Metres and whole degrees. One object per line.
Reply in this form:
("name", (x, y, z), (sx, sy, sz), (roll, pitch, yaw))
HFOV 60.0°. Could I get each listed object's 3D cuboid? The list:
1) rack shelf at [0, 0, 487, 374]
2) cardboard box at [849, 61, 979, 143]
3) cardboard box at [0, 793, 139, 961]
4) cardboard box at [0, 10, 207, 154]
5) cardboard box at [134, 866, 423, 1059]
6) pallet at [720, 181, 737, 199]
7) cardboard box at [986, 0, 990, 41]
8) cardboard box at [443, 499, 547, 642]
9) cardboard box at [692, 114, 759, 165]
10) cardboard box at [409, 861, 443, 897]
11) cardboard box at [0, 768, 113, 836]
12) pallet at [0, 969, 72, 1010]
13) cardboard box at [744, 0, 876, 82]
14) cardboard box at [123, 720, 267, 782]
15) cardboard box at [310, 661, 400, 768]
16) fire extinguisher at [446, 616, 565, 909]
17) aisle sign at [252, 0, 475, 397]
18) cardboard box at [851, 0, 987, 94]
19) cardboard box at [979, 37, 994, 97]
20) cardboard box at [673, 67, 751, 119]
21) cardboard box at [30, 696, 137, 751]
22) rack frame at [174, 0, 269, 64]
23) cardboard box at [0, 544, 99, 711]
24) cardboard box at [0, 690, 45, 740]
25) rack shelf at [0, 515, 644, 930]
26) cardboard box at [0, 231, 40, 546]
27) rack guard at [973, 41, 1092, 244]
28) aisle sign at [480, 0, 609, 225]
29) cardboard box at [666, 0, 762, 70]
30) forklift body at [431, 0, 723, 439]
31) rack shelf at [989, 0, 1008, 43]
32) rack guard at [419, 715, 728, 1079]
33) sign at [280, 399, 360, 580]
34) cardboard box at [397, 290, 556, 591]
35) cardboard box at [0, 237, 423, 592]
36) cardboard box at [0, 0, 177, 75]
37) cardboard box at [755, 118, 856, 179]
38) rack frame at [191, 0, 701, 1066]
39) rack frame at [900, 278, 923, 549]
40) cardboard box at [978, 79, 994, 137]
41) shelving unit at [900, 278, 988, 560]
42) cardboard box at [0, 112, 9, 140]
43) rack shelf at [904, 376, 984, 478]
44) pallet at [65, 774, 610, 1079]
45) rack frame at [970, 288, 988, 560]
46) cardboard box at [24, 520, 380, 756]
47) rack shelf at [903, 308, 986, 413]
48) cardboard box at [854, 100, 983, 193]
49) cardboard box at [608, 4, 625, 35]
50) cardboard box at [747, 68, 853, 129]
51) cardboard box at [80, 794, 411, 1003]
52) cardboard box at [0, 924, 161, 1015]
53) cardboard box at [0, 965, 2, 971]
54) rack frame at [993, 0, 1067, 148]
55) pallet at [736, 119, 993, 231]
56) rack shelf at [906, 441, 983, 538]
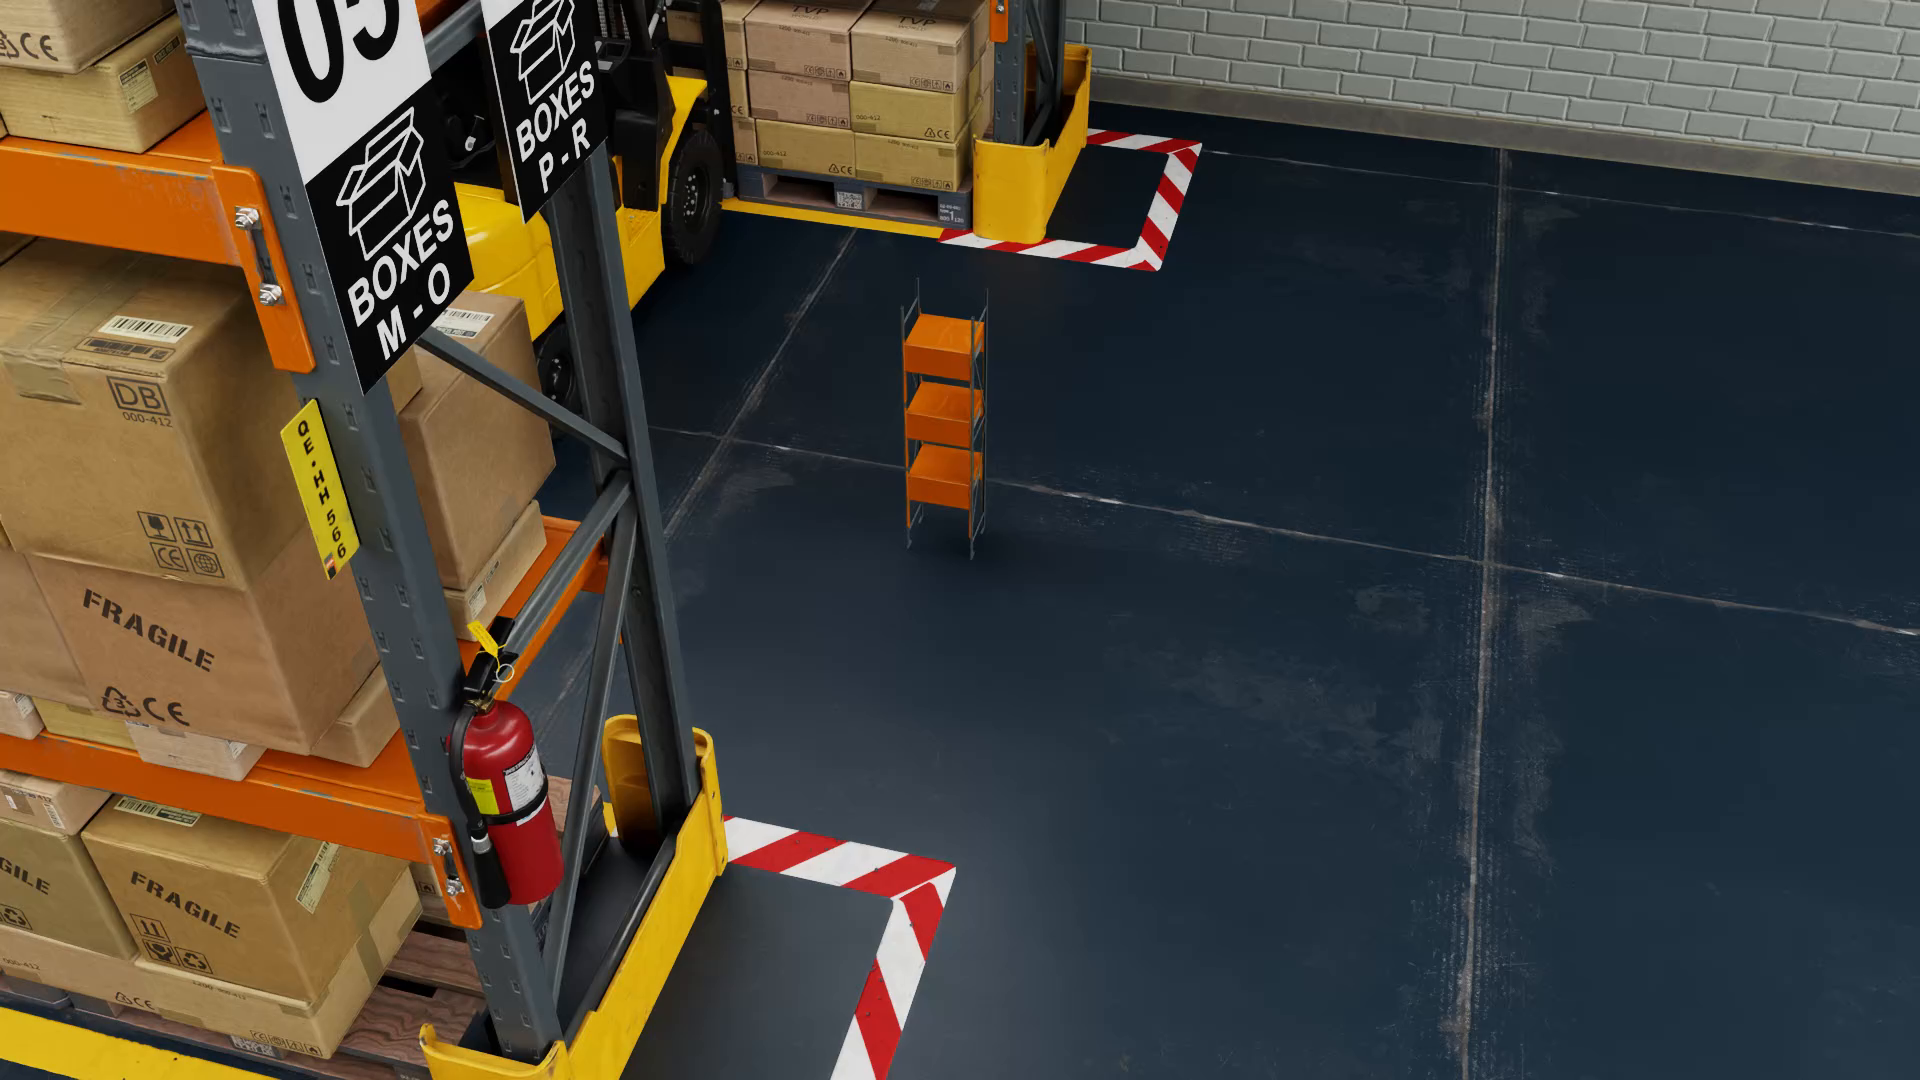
("rack shelf", (-2.871, -1.066, 3.414), (4.000, 0.370, 1.077), (10, 41, 11))
("cardboard box", (-0.210, -2.131, 7.877), (0.500, 0.250, 0.500), (9, 41, 11))
("cardboard box", (-2.285, 0.689, 4.326), (0.500, 0.500, 0.500), (11, 41, 13))
("cardboard box", (-1.356, -0.798, 2.731), (0.250, 0.149, 0.380), (10, 41, 12))
("cardboard box", (-1.812, 1.061, 4.466), (0.500, 0.250, 0.500), (10, 41, 11))
("pallet", (-1.583, -2.182, 8.684), (1.213, 0.211, 1.003), (10, 41, 11))
("cardboard box", (-0.074, -2.633, 8.087), (0.500, 0.250, 0.500), (9, 41, 11))
("cardboard box", (-1.213, 0.051, 4.052), (0.250, 0.149, 0.380), (10, 41, 12))
("cardboard box", (-1.153, -2.112, 8.243), (0.500, 0.250, 0.500), (10, 41, 12))
("cardboard box", (-1.646, 0.726, 4.865), (0.500, 0.250, 0.500), (9, 41, 11))
("cardboard box", (-2.152, 0.506, 4.039), (0.250, 0.149, 0.380), (11, 41, 13))
("pallet", (-2.962, 0.834, 5.093), (1.213, 0.211, 1.003), (10, 41, 11))
("cardboard box", (-0.679, -2.399, 7.809), (0.500, 0.250, 0.500), (10, 41, 12))
("cardboard box", (-1.628, 0.334, 3.716), (0.250, 0.149, 0.380), (9, 41, 11))
("cardboard box", (-1.355, 0.307, 3.748), (0.250, 0.149, 0.380), (11, 41, 13))
("fire extinguisher", (-0.947, 0.475, 3.412), (0.183, 0.674, 0.296), (10, 41, 11))
("aisle sign", (-0.954, -0.665, 2.688), (0.004, 0.787, 0.394), (10, 41, 11))
("cardboard box", (-0.185, -2.318, 7.712), (0.500, 0.250, 0.500), (11, 41, 13))
("cardboard box", (-0.060, -2.451, 8.259), (0.500, 0.250, 0.500), (10, 41, 12))
("cardboard box", (-1.196, -2.293, 8.071), (0.500, 0.250, 0.500), (9, 41, 10))
("cardboard box", (-1.871, 0.278, 3.782), (0.250, 0.149, 0.380), (9, 41, 11))
("rack frame", (-0.939, -2.157, 1.822), (0.127, 3.000, 1.000), (10, 41, 11))
("cardboard box", (-2.017, -0.018, 3.629), (0.500, 0.500, 0.500), (10, 41, 12))
("cardboard box", (-2.127, 0.254, 3.811), (0.250, 0.149, 0.380), (10, 41, 12))
("rack shelf", (-2.871, 0.083, 4.378), (4.000, 0.370, 1.077), (10, 41, 11))
("cardboard box", (-1.975, -0.433, 3.347), (0.500, 0.500, 0.700), (10, 41, 12))
("rack guard", (0.364, -1.983, 8.223), (0.348, 0.500, 1.175), (10, 41, 11))
("aisle sign", (-0.799, -1.038, 3.132), (0.004, 0.787, 0.394), (10, 41, 11))
("cardboard box", (-1.169, -2.477, 7.901), (0.500, 0.250, 0.500), (10, 41, 12))
("forklift body", (-1.962, -1.801, 6.722), (1.214, 2.155, 2.313), (10, 41, 11))
("rack shelf", (-1.591, -3.002, 8.051), (4.000, 0.370, 1.077), (10, 41, 11))
("rack guard", (-1.012, 1.084, 4.570), (0.348, 0.500, 1.175), (10, 41, 11))
("sign", (-1.101, -0.083, 2.871), (0.005, 0.325, 0.100), (10, 41, 11))
("cardboard box", (-1.324, -0.263, 3.922), (0.500, 0.500, 0.500), (9, 41, 11))
("cardboard box", (-1.488, -0.345, 3.241), (0.500, 0.500, 0.700), (9, 41, 10))
("cardboard box", (-1.502, -0.983, 2.641), (0.500, 0.250, 0.500), (9, 41, 11))
("cardboard box", (-0.673, -2.023, 8.138), (0.500, 0.250, 0.500), (10, 41, 11))
("rack frame", (-0.939, 0.140, 3.751), (0.127, 3.000, 1.000), (10, 41, 11))
("rack frame", (-0.170, -0.431, 5.947), (0.008, 1.050, 0.200), (10, 41, 11))
("cardboard box", (-0.083, -2.256, 8.415), (0.500, 0.250, 0.500), (10, 41, 12))
("shelving unit", (-0.052, -0.411, 5.923), (0.252, 1.050, 0.215), (10, 41, 11))
("cardboard box", (-1.604, -0.819, 2.756), (0.250, 0.149, 0.380), (10, 41, 12))
("rack shelf", (-0.052, -0.403, 5.930), (0.240, 0.259, 0.215), (10, 41, 11))
("pallet", (-1.788, 1.038, 4.850), (1.213, 0.211, 1.003), (10, 41, 11))
("rack frame", (0.066, -0.391, 5.899), (0.008, 1.050, 0.200), (10, 41, 11))
("cardboard box", (-1.534, 0.069, 3.527), (0.500, 0.500, 0.500), (9, 41, 11))
("rack shelf", (-0.052, -0.620, 5.747), (0.240, 0.259, 0.215), (10, 41, 11))
("cardboard box", (-0.195, -1.934, 8.032), (0.500, 0.250, 0.500), (10, 41, 12))
("cardboard box", (-1.657, -2.566, 8.007), (0.500, 0.250, 0.500), (9, 41, 11))
("cardboard box", (-0.692, -2.221, 7.985), (0.500, 0.250, 0.500), (9, 41, 11))
("cardboard box", (-1.780, 0.774, 4.225), (0.500, 0.500, 0.500), (10, 41, 12))
("cardboard box", (-2.287, 0.974, 4.570), (0.500, 0.250, 0.500), (10, 41, 12))
("cardboard box", (-2.794, 0.890, 4.669), (0.500, 0.250, 0.500), (8, 41, 10))
("rack frame", (0.341, -2.945, 7.424), (0.127, 3.000, 1.000), (10, 41, 11))
("pallet", (-0.409, -1.978, 8.441), (1.213, 0.211, 1.003), (10, 41, 11))
("rack shelf", (-0.052, -0.190, 6.108), (0.240, 0.259, 0.215), (10, 41, 11))
